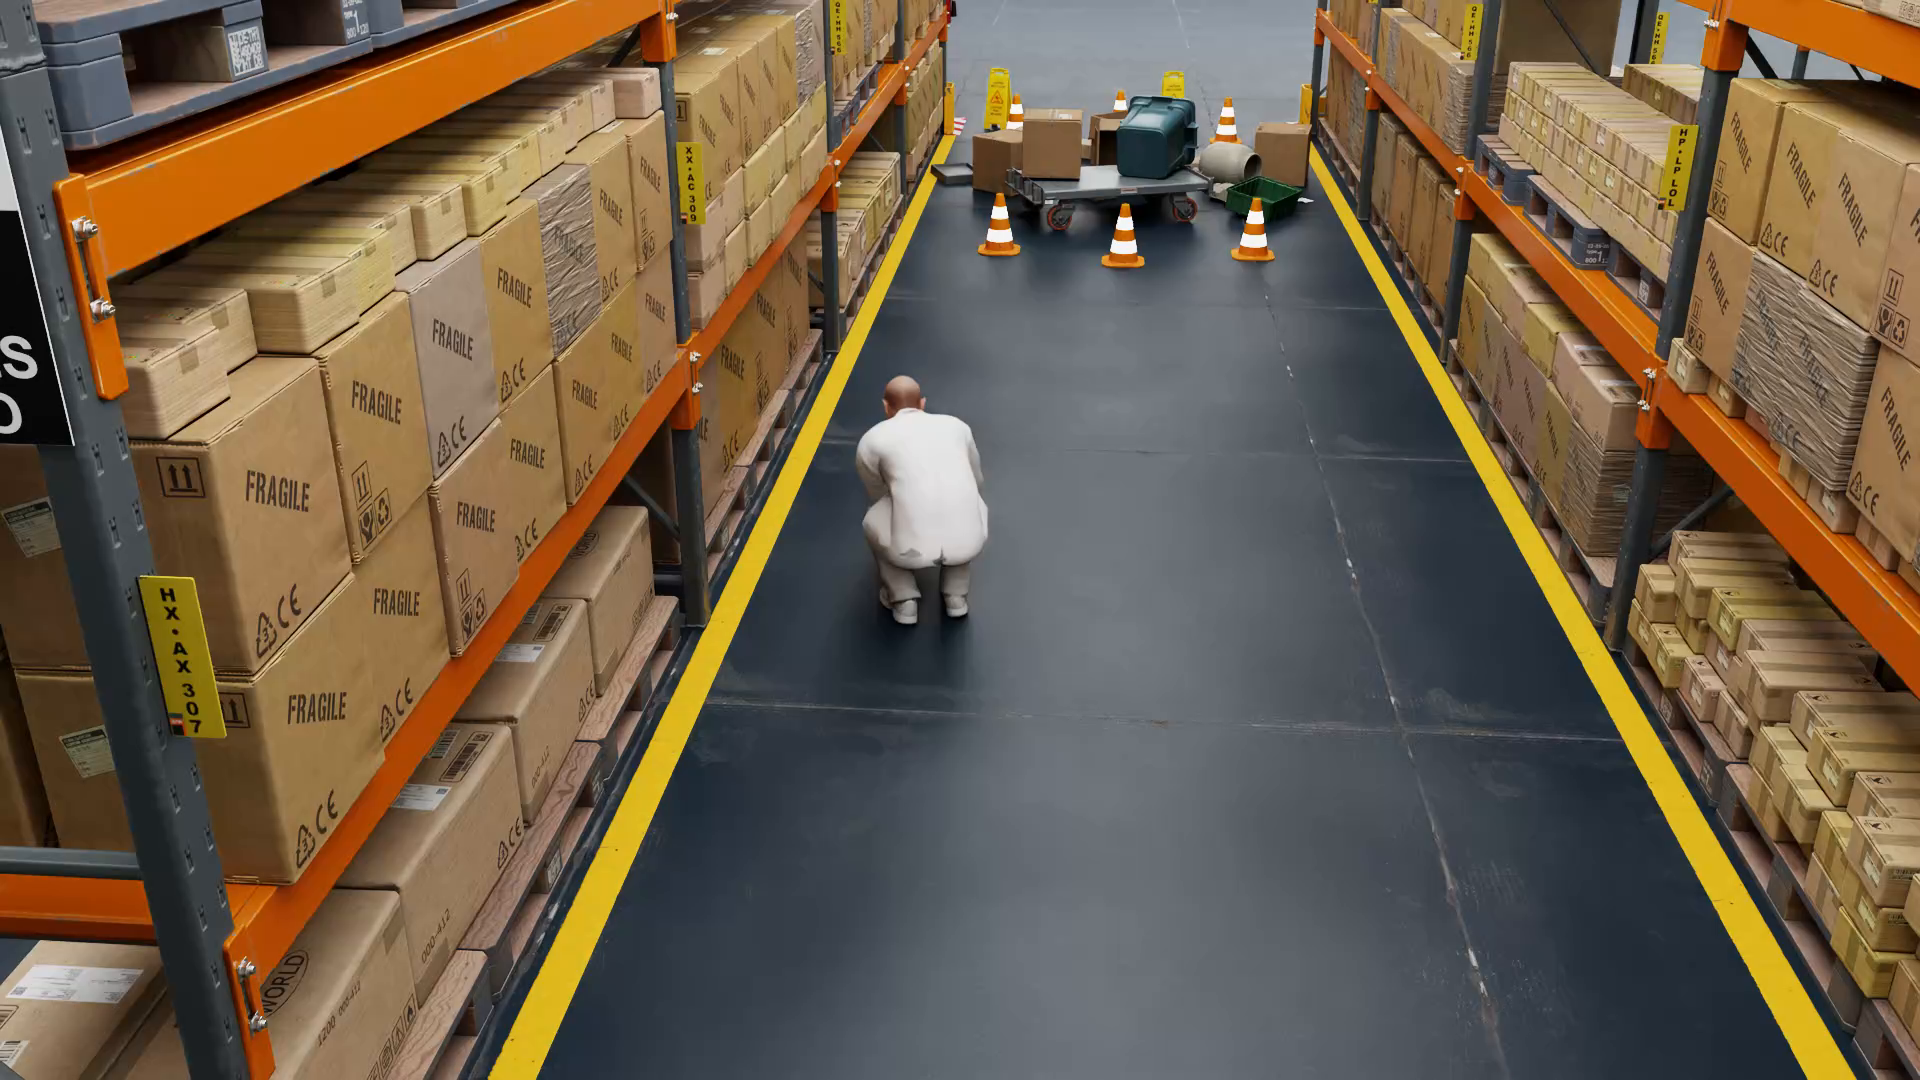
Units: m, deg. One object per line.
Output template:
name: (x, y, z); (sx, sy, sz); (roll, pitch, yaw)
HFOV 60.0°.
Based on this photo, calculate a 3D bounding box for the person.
person: (-0.167, -0.201, 7.539); (0.596, 0.990, 0.907); (-4, 25, -9)
